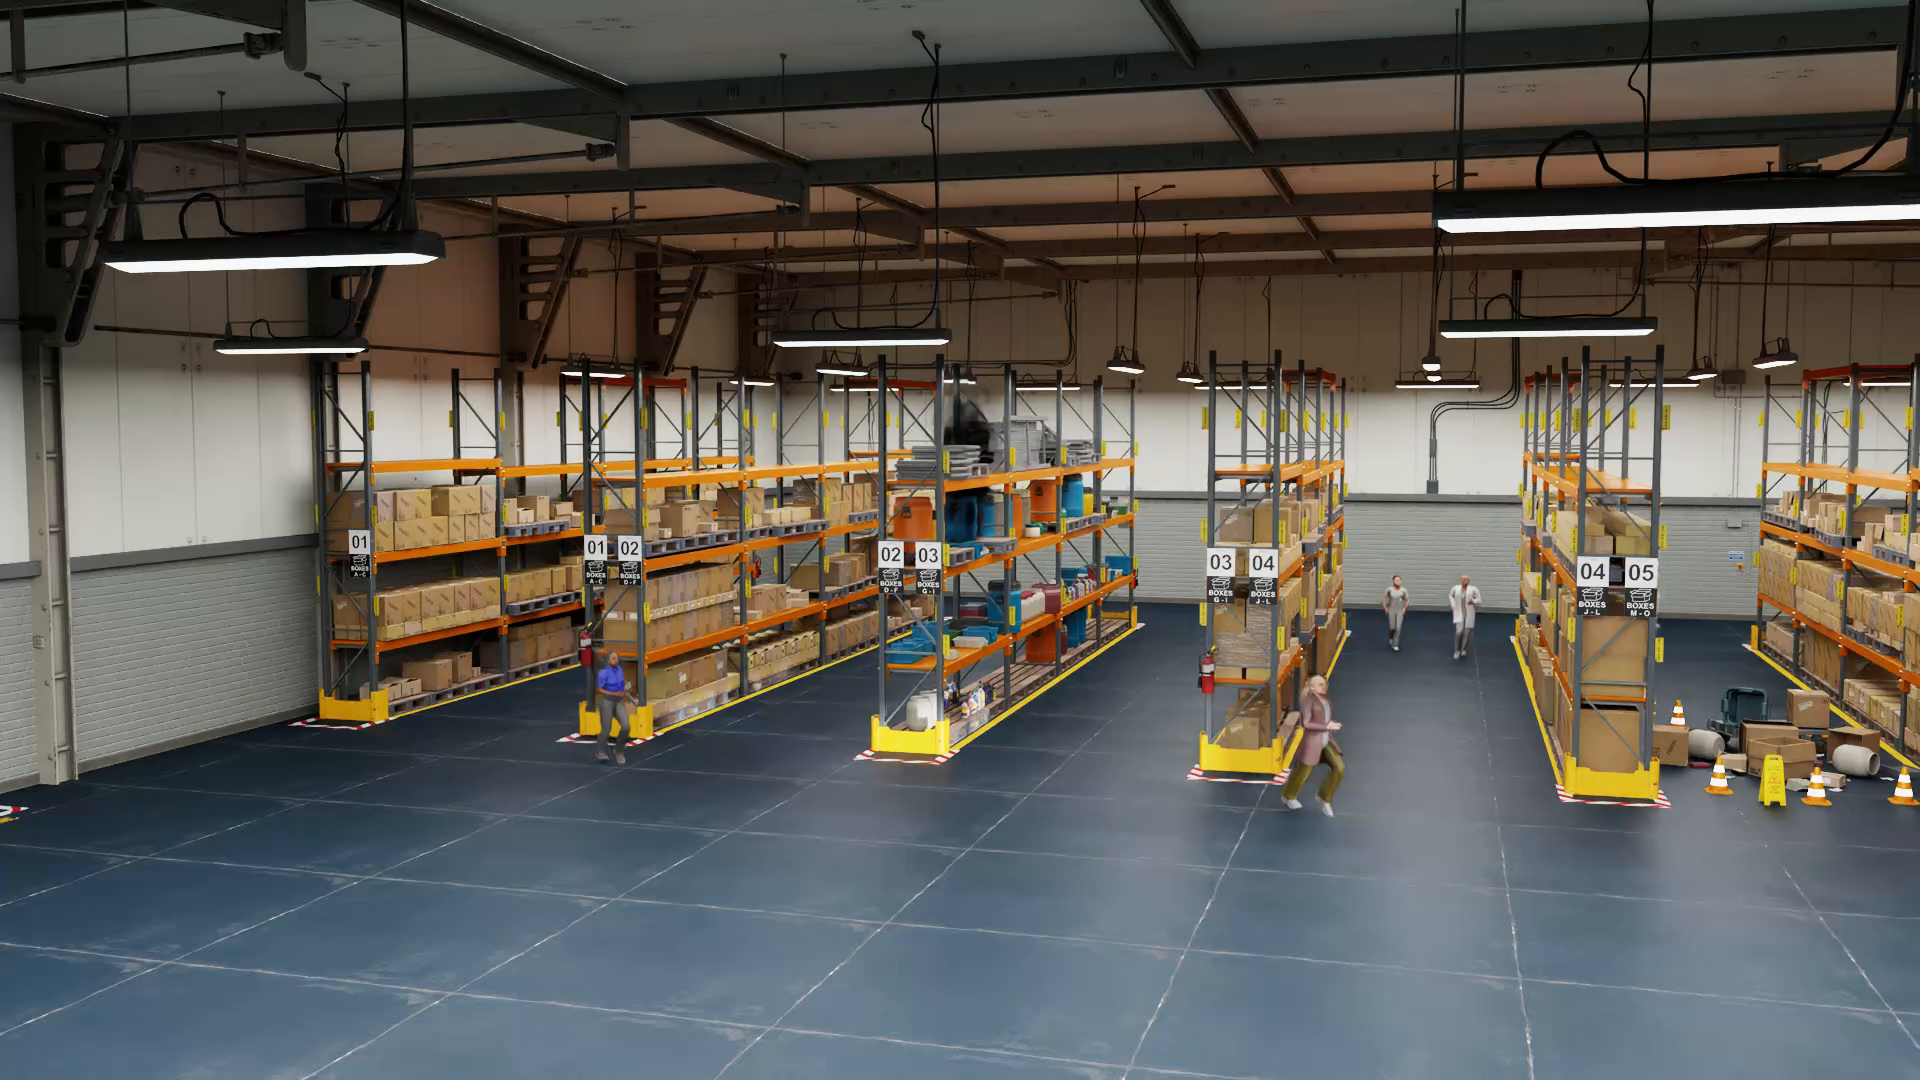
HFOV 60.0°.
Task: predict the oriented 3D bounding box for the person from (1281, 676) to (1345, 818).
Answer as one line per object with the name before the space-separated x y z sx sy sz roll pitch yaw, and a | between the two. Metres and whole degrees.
person | 4.534 2.610 21.121 0.728 1.804 0.960 -3 5 -34

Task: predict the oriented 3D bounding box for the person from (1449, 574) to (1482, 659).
person | 10.644 1.630 35.067 0.670 1.818 0.784 1 4 19

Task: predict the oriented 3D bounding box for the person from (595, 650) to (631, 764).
person | -5.058 2.457 24.290 0.718 1.705 0.585 4 6 43

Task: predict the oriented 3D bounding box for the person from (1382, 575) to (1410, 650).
person | 9.573 1.586 36.532 0.585 1.636 0.547 1 4 11
